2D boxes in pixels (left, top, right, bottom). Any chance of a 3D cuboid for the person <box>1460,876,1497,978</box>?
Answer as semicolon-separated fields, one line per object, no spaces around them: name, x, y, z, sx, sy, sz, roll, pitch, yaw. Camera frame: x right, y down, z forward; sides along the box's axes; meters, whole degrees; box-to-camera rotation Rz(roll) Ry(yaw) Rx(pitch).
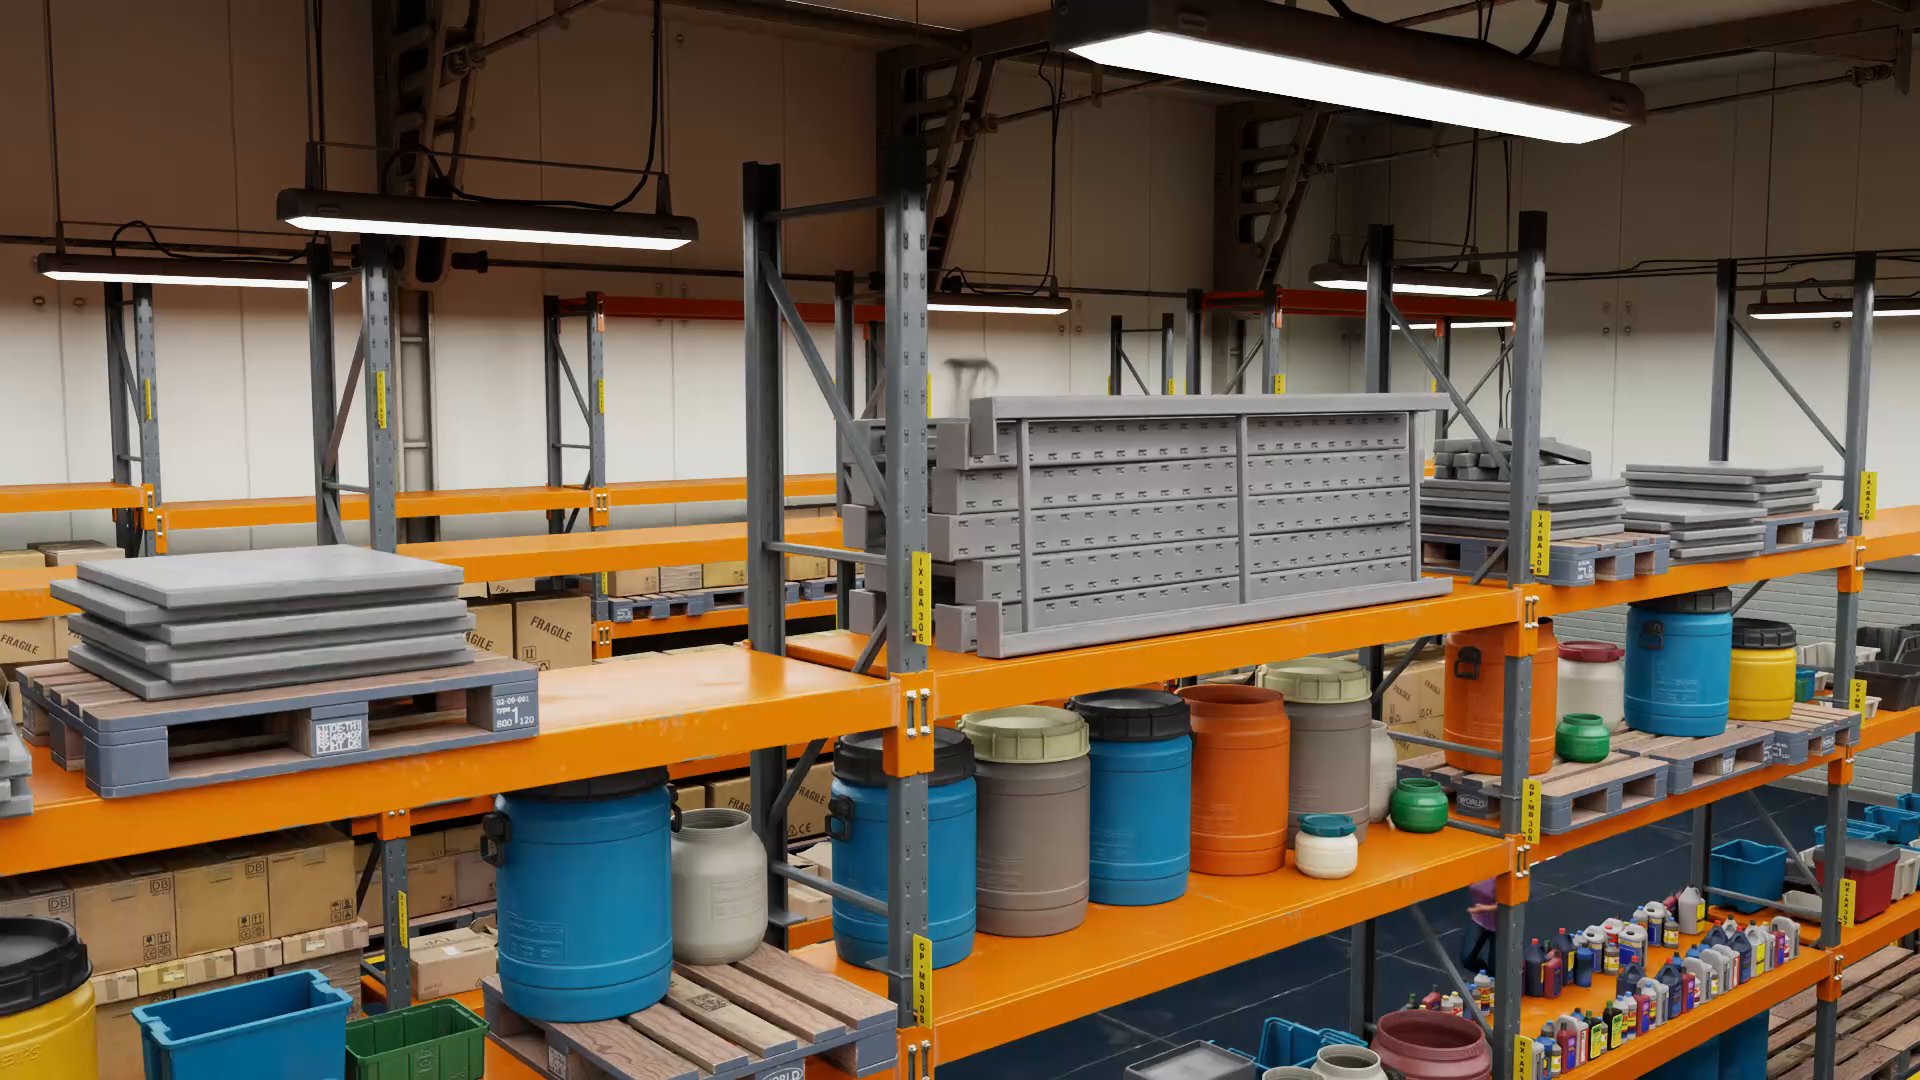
person;4.260;3.101;13.386;0.659;1.541;0.504;-5;7;-40
